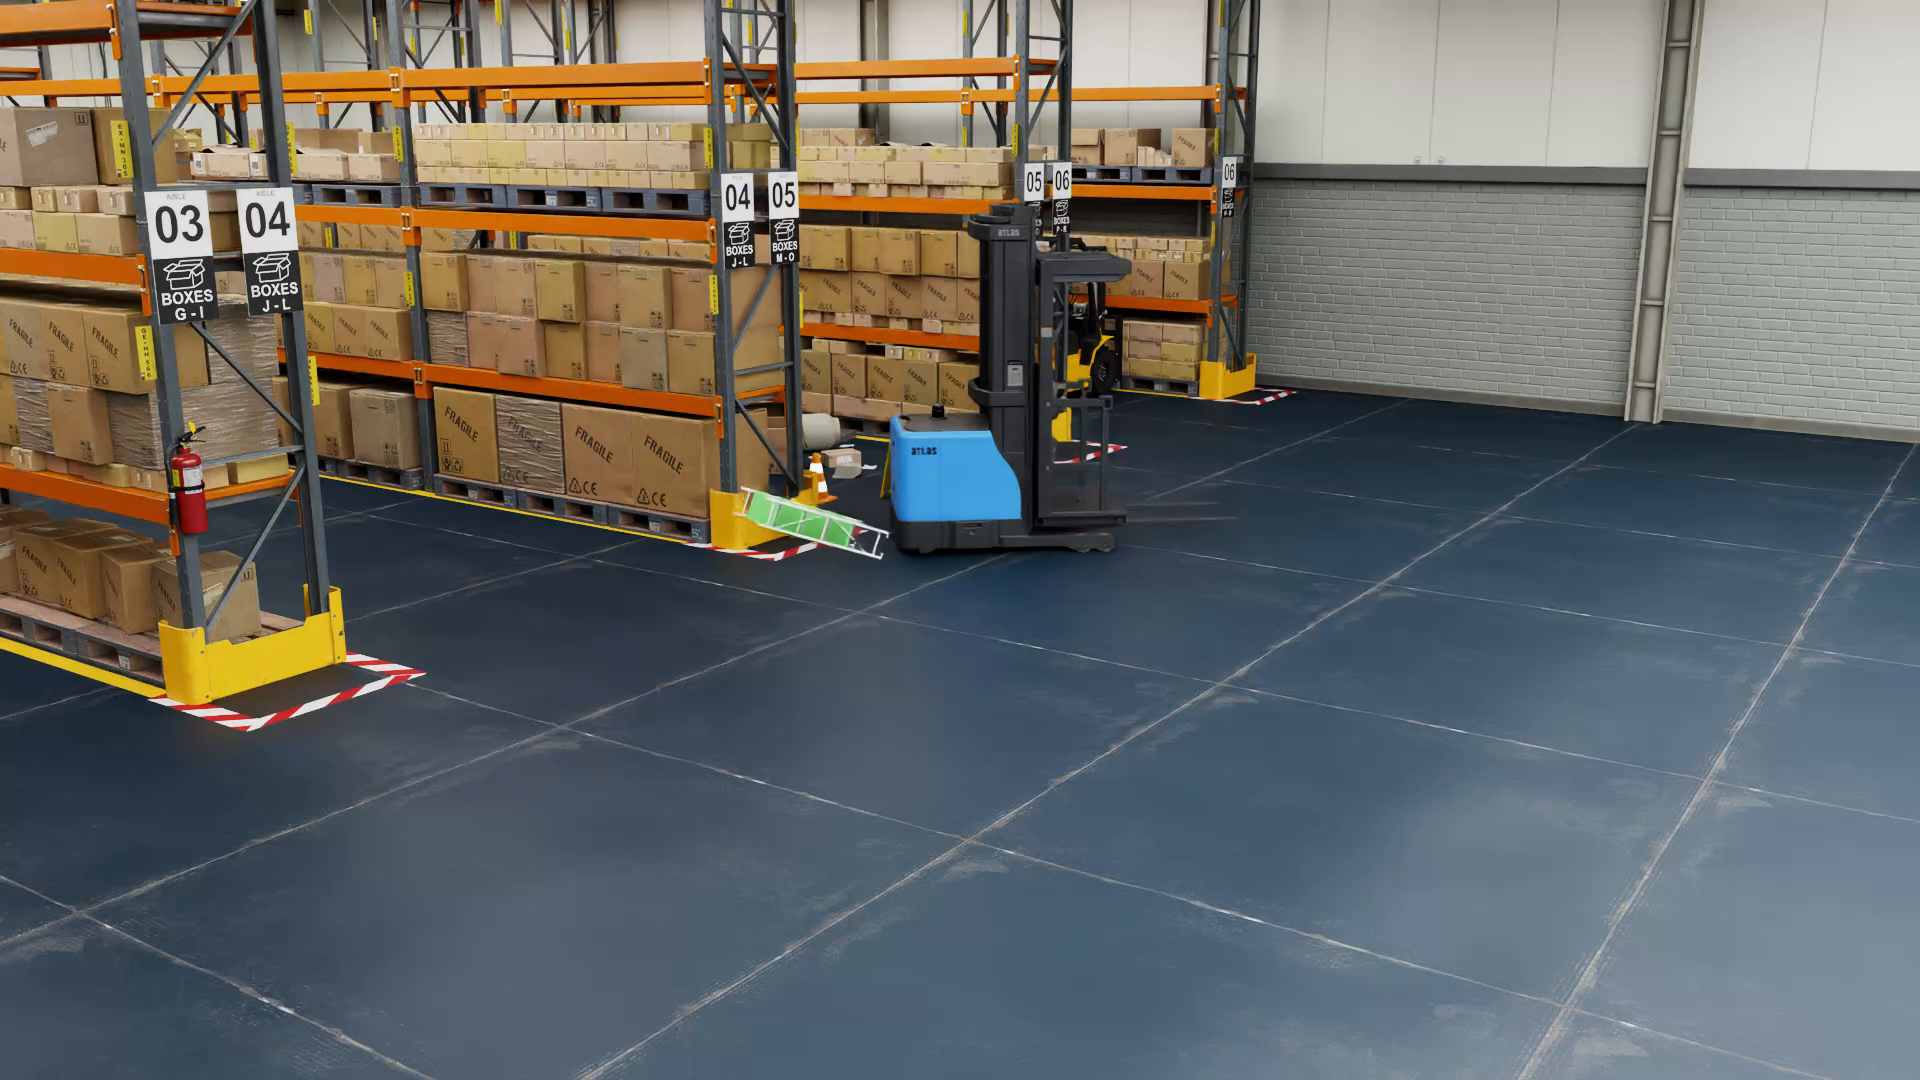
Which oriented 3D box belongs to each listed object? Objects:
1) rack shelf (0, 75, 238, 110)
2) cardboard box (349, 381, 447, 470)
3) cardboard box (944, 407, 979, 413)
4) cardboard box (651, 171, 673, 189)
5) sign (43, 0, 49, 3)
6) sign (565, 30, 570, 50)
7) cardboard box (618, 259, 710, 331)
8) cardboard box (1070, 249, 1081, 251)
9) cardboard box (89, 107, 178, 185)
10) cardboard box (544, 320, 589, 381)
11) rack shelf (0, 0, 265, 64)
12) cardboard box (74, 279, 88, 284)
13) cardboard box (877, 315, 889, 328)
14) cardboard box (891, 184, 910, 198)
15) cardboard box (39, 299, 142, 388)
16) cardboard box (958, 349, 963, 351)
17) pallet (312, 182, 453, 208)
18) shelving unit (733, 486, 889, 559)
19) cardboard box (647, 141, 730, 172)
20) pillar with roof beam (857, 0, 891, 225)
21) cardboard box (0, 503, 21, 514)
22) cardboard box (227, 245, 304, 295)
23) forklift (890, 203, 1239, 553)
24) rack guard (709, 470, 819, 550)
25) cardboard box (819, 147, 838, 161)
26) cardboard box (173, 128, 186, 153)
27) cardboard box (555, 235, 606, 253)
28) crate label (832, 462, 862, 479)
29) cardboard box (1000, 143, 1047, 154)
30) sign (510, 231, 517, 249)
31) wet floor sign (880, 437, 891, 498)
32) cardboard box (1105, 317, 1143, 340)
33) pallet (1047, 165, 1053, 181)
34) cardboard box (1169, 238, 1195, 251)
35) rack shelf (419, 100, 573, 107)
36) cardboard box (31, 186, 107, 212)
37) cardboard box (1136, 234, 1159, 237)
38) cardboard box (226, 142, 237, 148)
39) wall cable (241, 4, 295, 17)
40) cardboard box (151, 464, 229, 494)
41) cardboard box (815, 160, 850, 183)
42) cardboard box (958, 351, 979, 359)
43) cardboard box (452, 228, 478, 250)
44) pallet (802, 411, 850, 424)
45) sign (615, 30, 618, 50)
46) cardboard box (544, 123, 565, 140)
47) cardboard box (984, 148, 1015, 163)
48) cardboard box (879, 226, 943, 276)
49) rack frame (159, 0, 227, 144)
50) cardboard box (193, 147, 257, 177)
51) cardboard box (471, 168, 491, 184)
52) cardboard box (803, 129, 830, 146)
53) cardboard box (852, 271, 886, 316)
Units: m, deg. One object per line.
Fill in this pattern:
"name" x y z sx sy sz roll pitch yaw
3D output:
"rack shelf" -10.061 -5.213 19.483 4.000 0.370 1.077 9 17 33
"cardboard box" -5.648 -1.216 17.303 0.750 0.750 1.050 9 17 33
"cardboard box" 0.075 -1.431 19.208 0.500 0.250 0.500 9 17 33
"cardboard box" -2.437 -3.100 14.304 0.250 0.149 0.380 9 17 33
"sign" -11.416 -6.666 20.751 0.005 0.325 0.100 9 17 33
"sign" -6.593 -8.401 27.925 0.005 0.325 0.100 9 17 33
"cardboard box" -2.558 -2.213 14.960 0.550 0.550 0.875 9 17 33
"cardboard box" 1.753 -4.087 23.533 0.250 0.149 0.380 9 16 32
"cardboard box" -5.697 -2.672 11.265 0.500 0.500 0.500 9 17 33
"cardboard box" -3.423 -1.849 15.737 0.500 0.550 0.875 9 17 33
"rack shelf" -6.275 -3.357 11.161 4.000 0.370 1.077 9 17 33
"cardboard box" -10.136 -3.095 19.493 0.250 0.149 0.380 10 17 36
"cardboard box" -0.772 -2.598 19.598 0.250 0.149 0.380 9 17 33
"cardboard box" -0.584 -4.007 19.048 0.250 0.149 0.380 9 16 31
"cardboard box" -5.628 -1.296 10.909 0.500 0.500 0.500 9 17 33
"cardboard box" -0.076 -3.149 25.369 0.625 0.625 0.875 10 17 35
"pallet" -5.871 -3.516 16.939 1.217 0.209 0.805 8 16 31
"shelving unit" -1.243 -0.142 13.940 1.200 0.258 0.503 16 3 -33
"cardboard box" -2.325 -3.293 14.252 0.500 0.250 0.500 9 17 34
"pillar with roof beam" -3.773 -6.625 22.859 0.400 9.000 9.100 9 17 33
"cardboard box" -7.625 0.007 12.880 0.500 0.500 0.500 9 16 31
"cardboard box" -7.614 -2.980 18.330 0.500 0.500 0.700 9 16 32
"forklift" 0.919 -1.437 14.530 3.031 2.935 1.130 -1 14 -6
"rack guard" -1.743 -0.286 14.939 0.348 0.500 1.175 9 17 33
"cardboard box" -1.441 -4.524 19.476 0.250 0.149 0.380 9 16 31
"cardboard box" -8.882 -4.454 18.532 0.258 0.266 0.396 9 17 33
"cardboard box" -5.042 -3.798 22.223 0.500 0.500 0.500 10 17 36
"crate label" -1.186 -0.740 17.529 0.298 0.136 0.250 1 14 4
"cardboard box" 0.918 -5.535 23.802 0.500 0.311 0.500 10 17 34
"sign" -6.030 -4.027 22.440 0.005 0.325 0.100 9 17 33
"wet floor sign" -0.634 -0.751 16.514 0.232 0.644 0.267 6 15 23
"cardboard box" 2.275 -2.981 23.389 0.500 0.250 0.500 9 17 34
"pallet" 1.086 -5.334 24.070 1.213 0.211 1.003 9 17 33
"cardboard box" 3.046 -4.034 22.701 0.250 0.149 0.380 9 17 33
"rack shelf" -7.934 -7.932 29.644 4.000 0.370 1.077 9 17 33
"cardboard box" -5.680 -2.181 10.633 0.250 0.149 0.380 9 17 33
"cardboard box" 2.668 -4.230 23.492 0.250 0.149 0.380 10 17 35
"cardboard box" -11.147 -6.104 26.098 0.500 0.311 0.500 10 17 34
"wall cable" -13.563 -12.263 34.062 0.133 3.039 2.988 9 17 33
"cardboard box" -4.967 -0.403 10.730 0.250 0.149 0.380 9 17 33
"cardboard box" -1.350 -4.317 19.470 0.500 0.250 0.500 9 17 33
"cardboard box" -0.056 -1.972 19.836 0.500 0.500 0.500 8 16 31
"cardboard box" -6.728 -4.195 23.236 0.500 0.500 0.500 10 17 34
"pallet" -1.827 -1.603 20.861 1.213 0.211 1.003 9 17 33
"sign" -5.970 -8.657 28.793 0.005 0.325 0.100 9 17 33
"cardboard box" -3.498 -3.659 14.899 0.250 0.149 0.380 9 17 33
"cardboard box" 0.470 -4.211 18.213 0.250 0.149 0.380 9 17 33
"cardboard box" -0.527 -3.324 19.101 0.500 0.500 0.700 9 16 32
"rack frame" -12.361 -7.561 26.641 0.127 3.000 1.000 9 17 33
"cardboard box" -7.924 -4.100 18.005 0.500 0.311 0.500 9 17 33
"cardboard box" -4.340 -3.408 15.544 0.250 0.149 0.380 9 16 32
"cardboard box" -2.016 -6.130 25.811 0.500 0.500 0.700 9 16 32
"cardboard box" -0.925 -2.922 19.557 0.500 0.500 0.500 9 17 33
